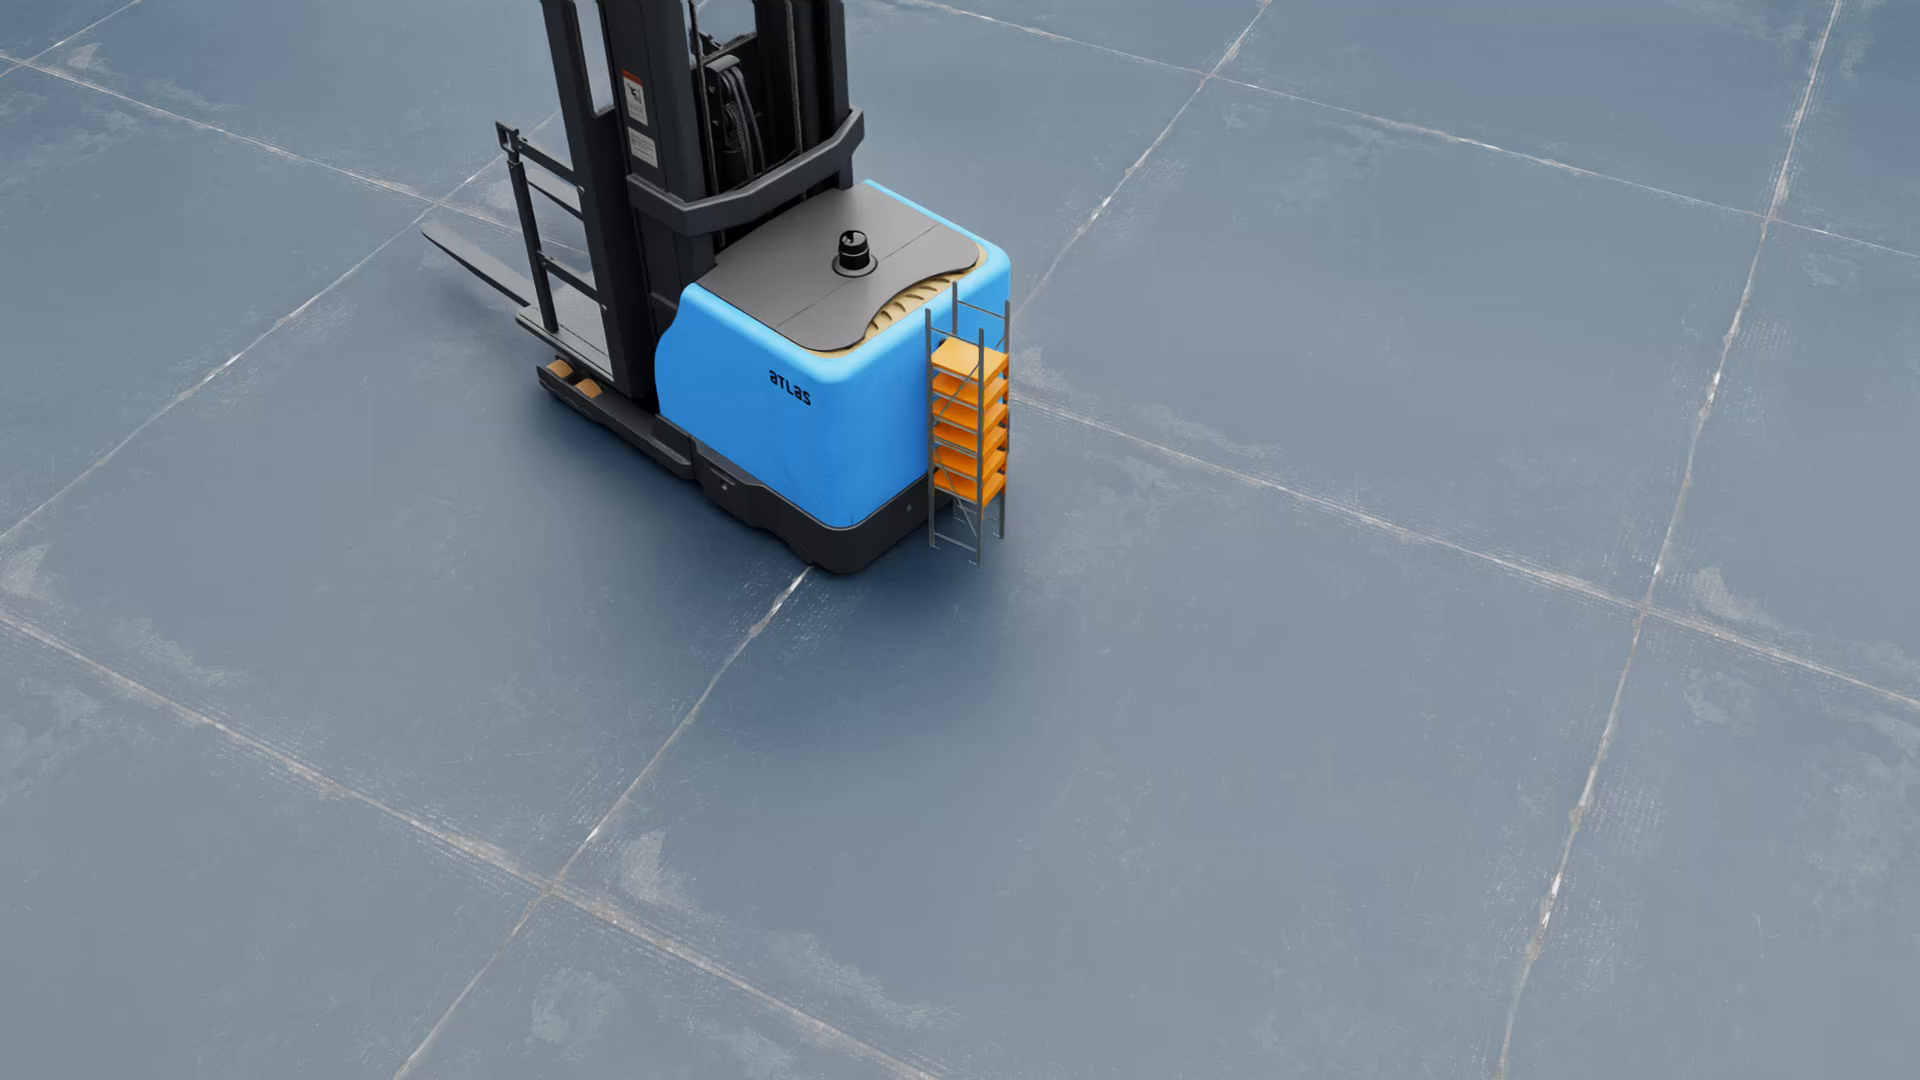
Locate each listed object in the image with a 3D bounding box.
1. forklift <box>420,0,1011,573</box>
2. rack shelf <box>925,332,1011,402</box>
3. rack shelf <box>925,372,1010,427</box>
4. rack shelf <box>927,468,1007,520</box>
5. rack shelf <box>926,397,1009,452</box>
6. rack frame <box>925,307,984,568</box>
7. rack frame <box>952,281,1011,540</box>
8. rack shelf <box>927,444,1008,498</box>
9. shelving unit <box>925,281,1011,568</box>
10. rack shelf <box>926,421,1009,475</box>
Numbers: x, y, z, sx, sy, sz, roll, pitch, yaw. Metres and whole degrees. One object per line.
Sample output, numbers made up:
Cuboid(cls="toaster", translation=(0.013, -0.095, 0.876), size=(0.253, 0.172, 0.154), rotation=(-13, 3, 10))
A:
Cuboid(cls="forklift", translation=(-1.223, -1.815, 6.483), size=(3.031, 2.935, 1.130), rotation=(33, 54, 28))
Cuboid(cls="rack shelf", translation=(0.028, -0.633, 6.089), size=(0.258, 0.103, 0.180), rotation=(23, 50, 21))
Cuboid(cls="rack shelf", translation=(0.028, -0.549, 6.174), size=(0.258, 0.103, 0.180), rotation=(23, 50, 21))
Cuboid(cls="rack shelf", translation=(0.028, -0.212, 6.515), size=(0.258, 0.103, 0.180), rotation=(23, 50, 21))
Cuboid(cls="rack shelf", translation=(0.028, -0.465, 6.259), size=(0.258, 0.103, 0.180), rotation=(23, 50, 21))
Cuboid(cls="rack frame", translation=(-0.019, -0.356, 6.258), size=(0.240, 1.200, 0.006), rotation=(23, 50, 21))
Cuboid(cls="rack frame", translation=(0.076, -0.467, 6.368), size=(0.240, 1.200, 0.006), rotation=(23, 50, 21))
Cuboid(cls="rack shelf", translation=(0.028, -0.296, 6.430), size=(0.258, 0.103, 0.180), rotation=(23, 50, 21))
Cuboid(cls="shelving unit", translation=(0.028, -0.412, 6.313), size=(0.258, 1.200, 0.189), rotation=(23, 50, 21))
Cuboid(cls="rack shelf", translation=(0.028, -0.380, 6.345), size=(0.258, 0.103, 0.180), rotation=(23, 50, 21))
